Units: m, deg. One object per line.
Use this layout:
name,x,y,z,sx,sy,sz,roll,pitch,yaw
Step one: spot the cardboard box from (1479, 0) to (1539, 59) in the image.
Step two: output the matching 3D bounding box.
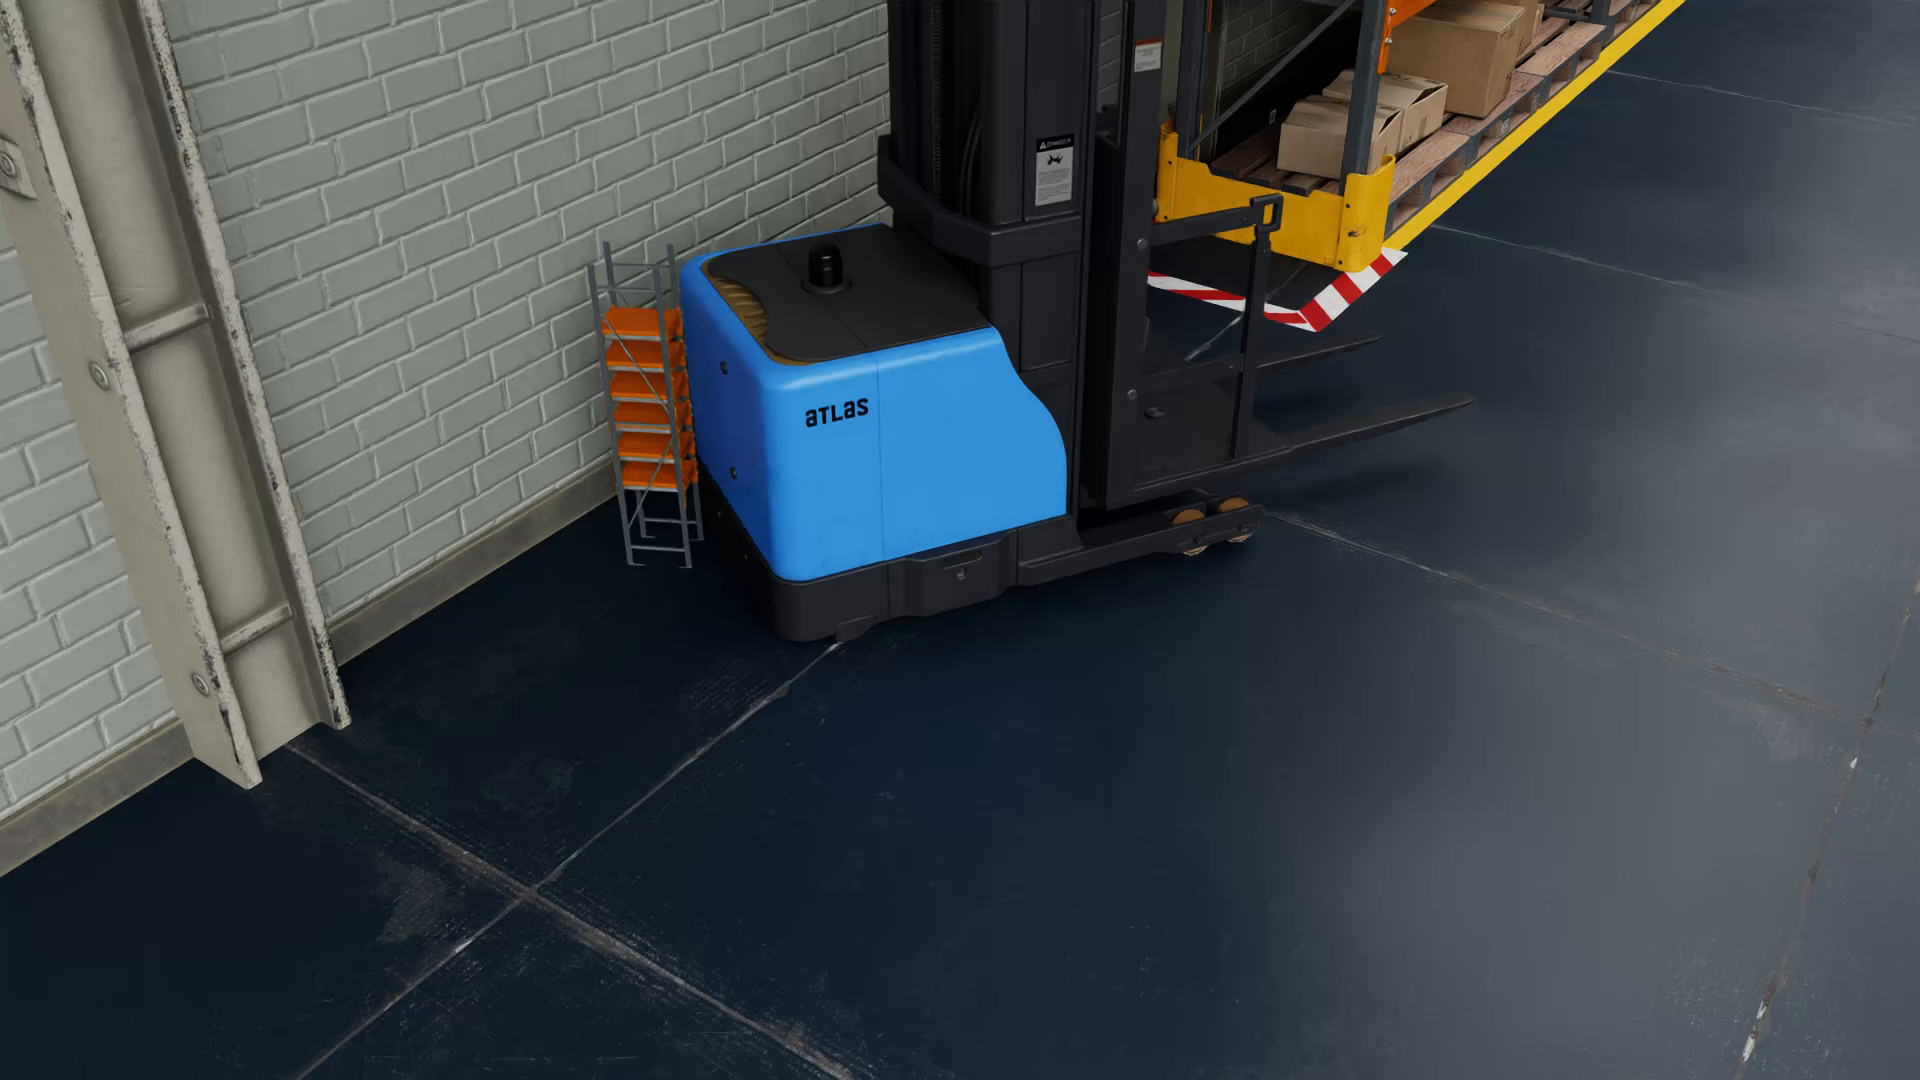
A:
cardboard box,3.251,-3.274,10.252,0.500,0.500,0.500,18,38,25

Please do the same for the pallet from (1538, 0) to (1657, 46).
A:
pallet,4.253,-3.821,11.712,1.003,0.211,1.213,21,39,28

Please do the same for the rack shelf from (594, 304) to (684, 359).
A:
rack shelf,-1.091,-0.711,5.666,0.258,0.103,0.180,4,34,5

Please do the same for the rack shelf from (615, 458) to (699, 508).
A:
rack shelf,-1.091,-0.214,6.002,0.258,0.103,0.180,4,34,5

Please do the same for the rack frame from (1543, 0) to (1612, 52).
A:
rack frame,3.810,-4.618,10.401,1.000,3.000,0.127,21,39,28

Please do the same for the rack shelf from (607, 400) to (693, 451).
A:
rack shelf,-1.091,-0.412,5.868,0.258,0.103,0.180,4,34,5

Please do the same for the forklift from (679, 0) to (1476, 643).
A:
forklift,0.568,-1.413,5.723,3.031,2.935,1.130,-15,37,-20

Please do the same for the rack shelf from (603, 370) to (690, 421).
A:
rack shelf,-1.091,-0.512,5.801,0.258,0.103,0.180,4,34,5

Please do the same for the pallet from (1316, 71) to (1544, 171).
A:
pallet,2.761,-2.578,9.874,1.003,0.211,1.213,21,39,28

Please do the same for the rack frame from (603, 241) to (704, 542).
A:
rack frame,-1.081,-0.500,5.919,0.240,1.200,0.006,4,34,5

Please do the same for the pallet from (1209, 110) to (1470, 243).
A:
pallet,2.065,-2.019,9.048,1.003,0.211,1.213,21,39,28

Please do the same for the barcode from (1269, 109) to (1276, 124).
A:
barcode,1.680,-2.275,8.936,0.001,0.075,0.075,21,39,28

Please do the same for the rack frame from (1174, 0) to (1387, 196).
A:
rack frame,1.530,-2.777,7.679,1.000,3.000,0.127,21,39,28

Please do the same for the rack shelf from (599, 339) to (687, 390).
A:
rack shelf,-1.091,-0.611,5.734,0.258,0.103,0.180,4,34,5

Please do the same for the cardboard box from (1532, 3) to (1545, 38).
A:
cardboard box,3.530,-3.370,10.693,0.380,0.166,0.250,16,37,22

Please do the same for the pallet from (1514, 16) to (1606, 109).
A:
pallet,3.456,-3.142,10.708,1.003,0.211,1.213,21,39,28

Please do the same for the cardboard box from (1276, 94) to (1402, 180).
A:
cardboard box,1.998,-2.135,8.737,0.500,0.311,0.500,17,37,23

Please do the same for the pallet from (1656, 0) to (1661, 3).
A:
pallet,4.948,-4.385,12.546,1.003,0.211,1.213,21,39,28

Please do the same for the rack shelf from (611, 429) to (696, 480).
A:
rack shelf,-1.091,-0.313,5.935,0.258,0.103,0.180,4,34,5

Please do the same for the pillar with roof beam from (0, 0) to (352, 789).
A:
pillar with roof beam,1.334,-1.724,0.766,9.100,9.000,0.400,21,39,28

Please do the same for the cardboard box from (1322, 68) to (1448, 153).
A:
cardboard box,2.323,-2.397,9.125,0.500,0.311,0.500,25,41,32

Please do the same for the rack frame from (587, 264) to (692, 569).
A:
rack frame,-1.101,-0.398,5.768,0.240,1.200,0.006,4,34,5

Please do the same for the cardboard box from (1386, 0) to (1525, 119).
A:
cardboard box,2.782,-2.797,9.547,0.700,0.500,0.500,19,38,25

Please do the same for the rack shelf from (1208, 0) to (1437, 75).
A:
rack shelf,2.670,-3.399,9.241,1.077,0.370,4.000,21,39,28

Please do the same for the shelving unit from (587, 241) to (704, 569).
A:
shelving unit,-1.091,-0.449,5.843,0.258,1.200,0.189,4,34,5

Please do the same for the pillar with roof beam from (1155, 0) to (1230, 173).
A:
pillar with roof beam,4.755,-4.485,4.850,9.100,9.000,0.400,21,39,28
